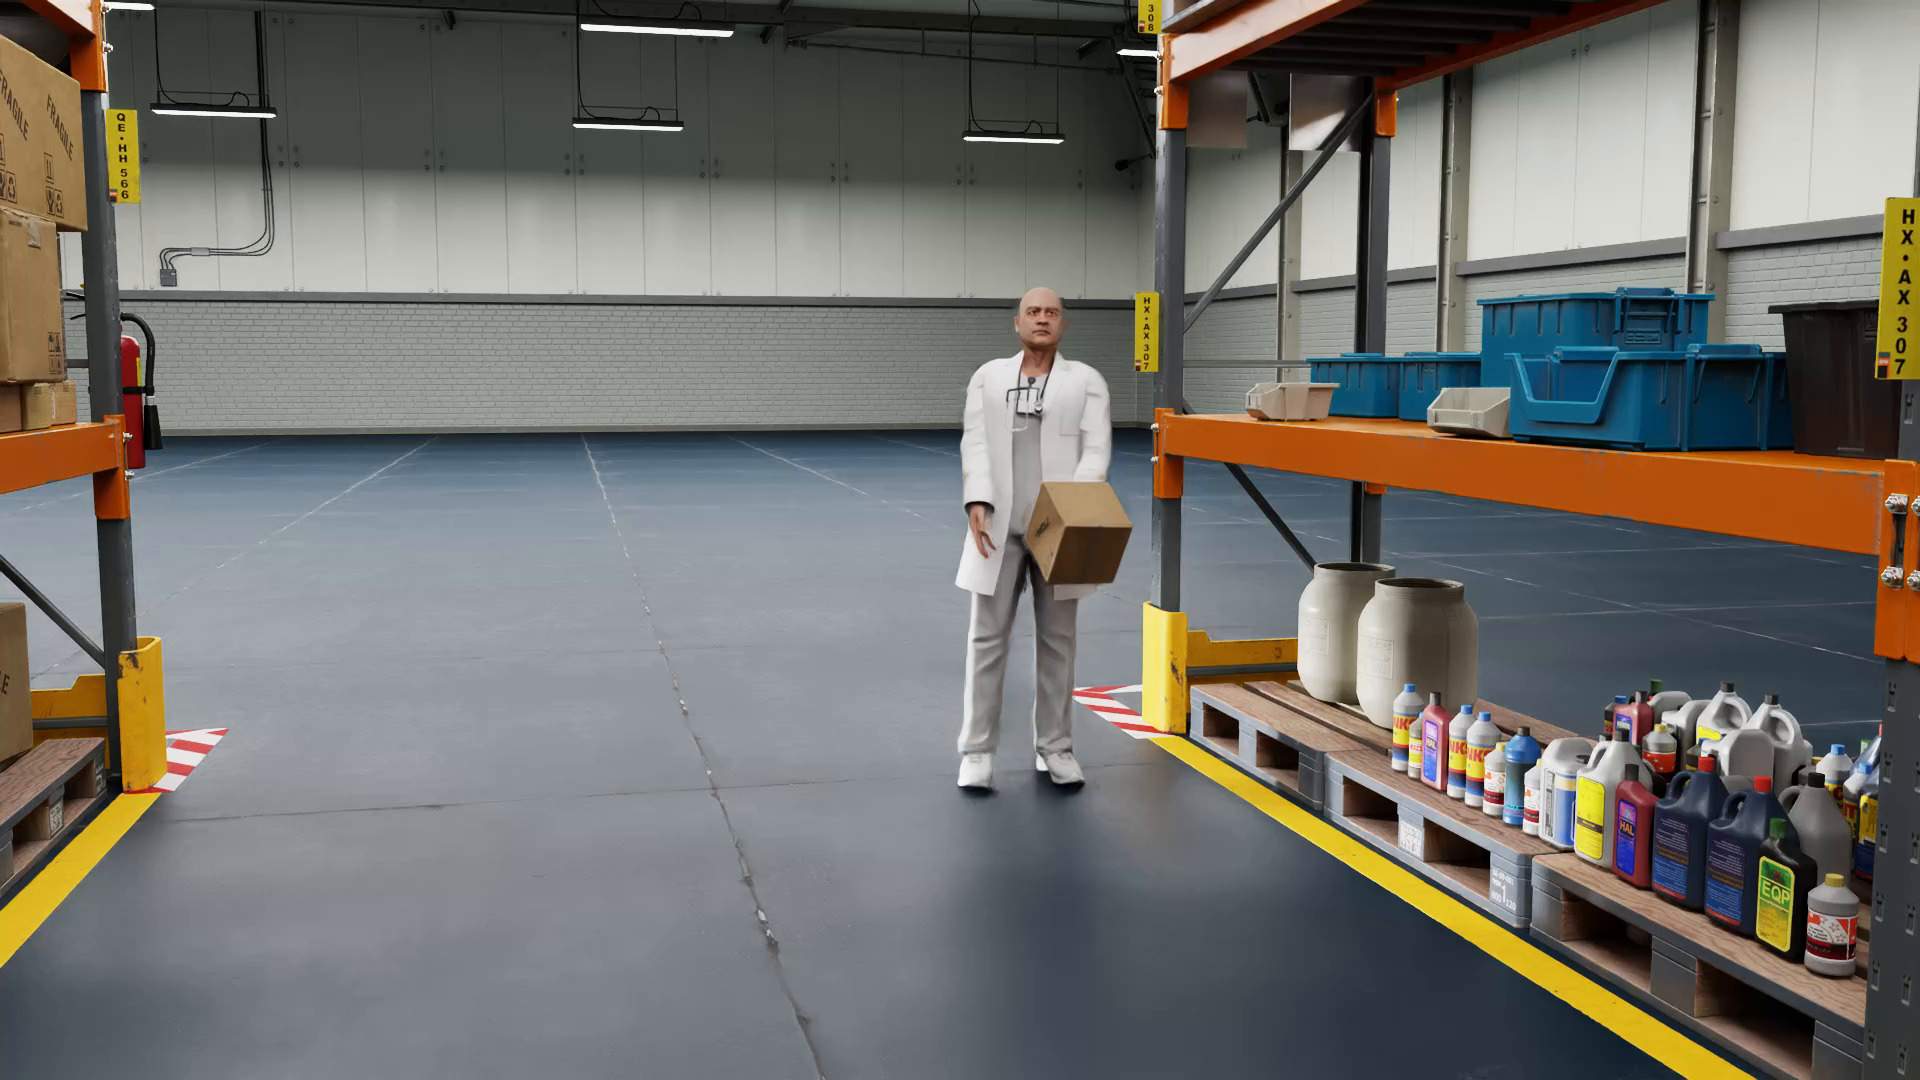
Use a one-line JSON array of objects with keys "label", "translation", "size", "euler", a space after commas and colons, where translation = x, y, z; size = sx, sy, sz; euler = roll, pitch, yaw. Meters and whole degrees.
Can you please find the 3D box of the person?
[{"label": "person", "translation": [0.258, -0.016, 5.978], "size": [0.563, 1.780, 0.531], "euler": [1, 6, 9]}]
